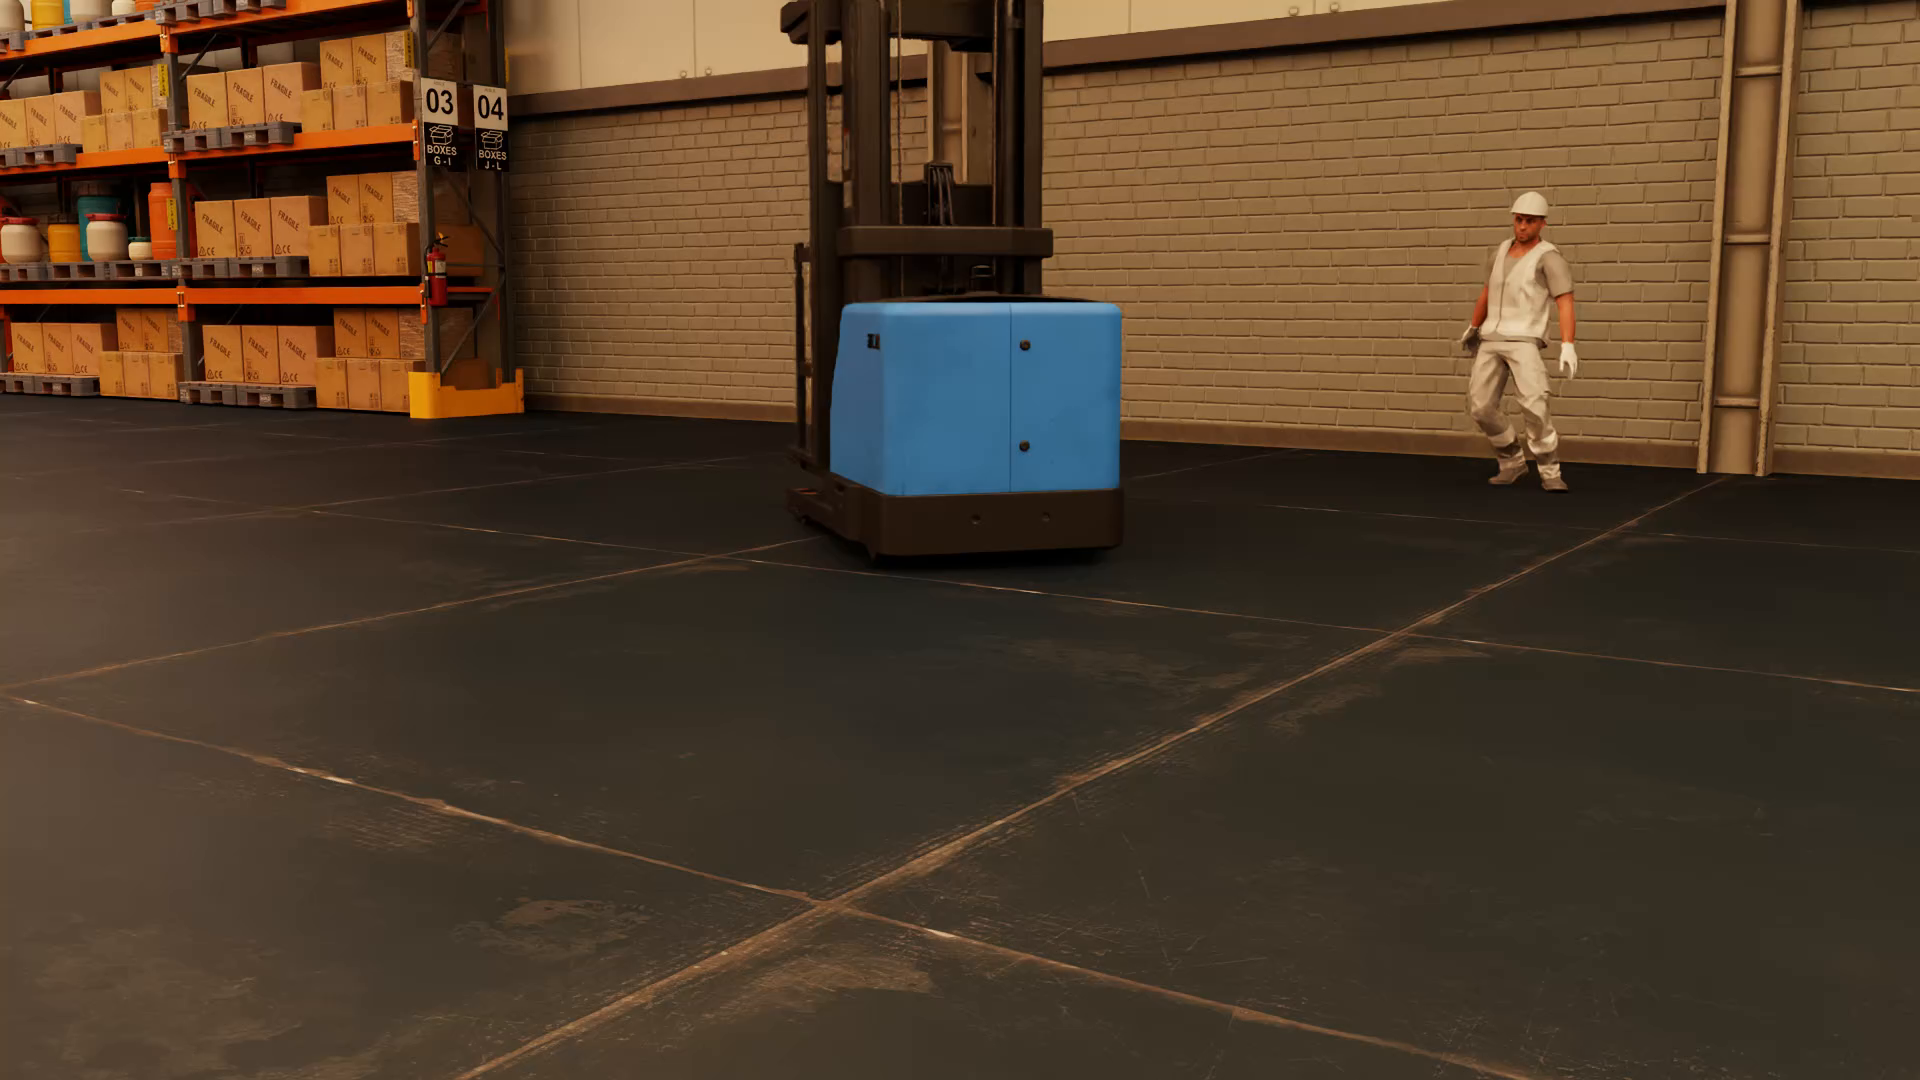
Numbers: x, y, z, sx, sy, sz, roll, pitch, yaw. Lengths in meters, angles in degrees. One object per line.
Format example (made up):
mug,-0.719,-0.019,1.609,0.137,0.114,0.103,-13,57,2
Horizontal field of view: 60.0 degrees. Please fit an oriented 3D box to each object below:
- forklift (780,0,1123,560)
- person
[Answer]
forklift,-0.237,-1.537,8.005,1.130,2.935,3.031,-2,8,-17
person,3.282,-1.160,9.778,0.503,1.721,0.892,-4,9,-28
